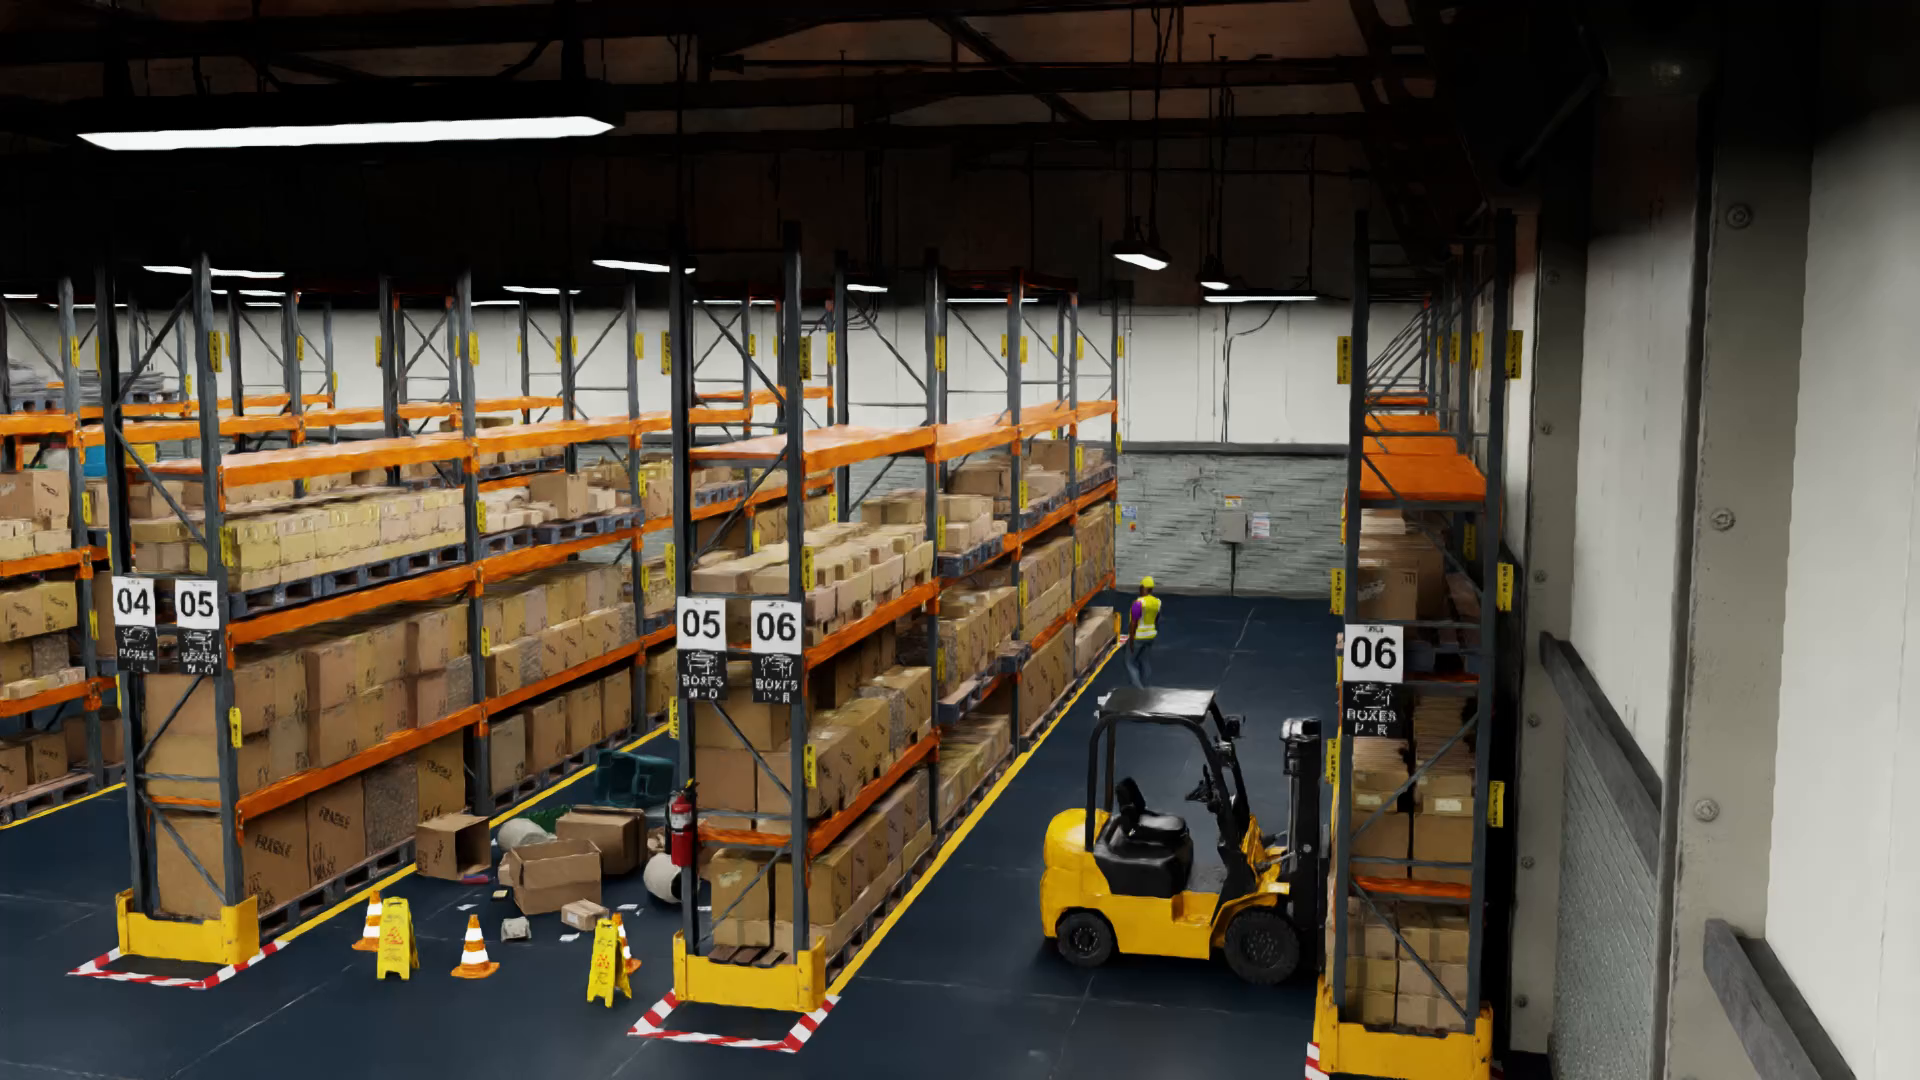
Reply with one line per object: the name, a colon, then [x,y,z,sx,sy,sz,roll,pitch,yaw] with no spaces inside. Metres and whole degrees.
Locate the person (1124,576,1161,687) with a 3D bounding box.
person: [2.555,1.403,23.714,0.678,1.771,0.423,-6,9,-39]
